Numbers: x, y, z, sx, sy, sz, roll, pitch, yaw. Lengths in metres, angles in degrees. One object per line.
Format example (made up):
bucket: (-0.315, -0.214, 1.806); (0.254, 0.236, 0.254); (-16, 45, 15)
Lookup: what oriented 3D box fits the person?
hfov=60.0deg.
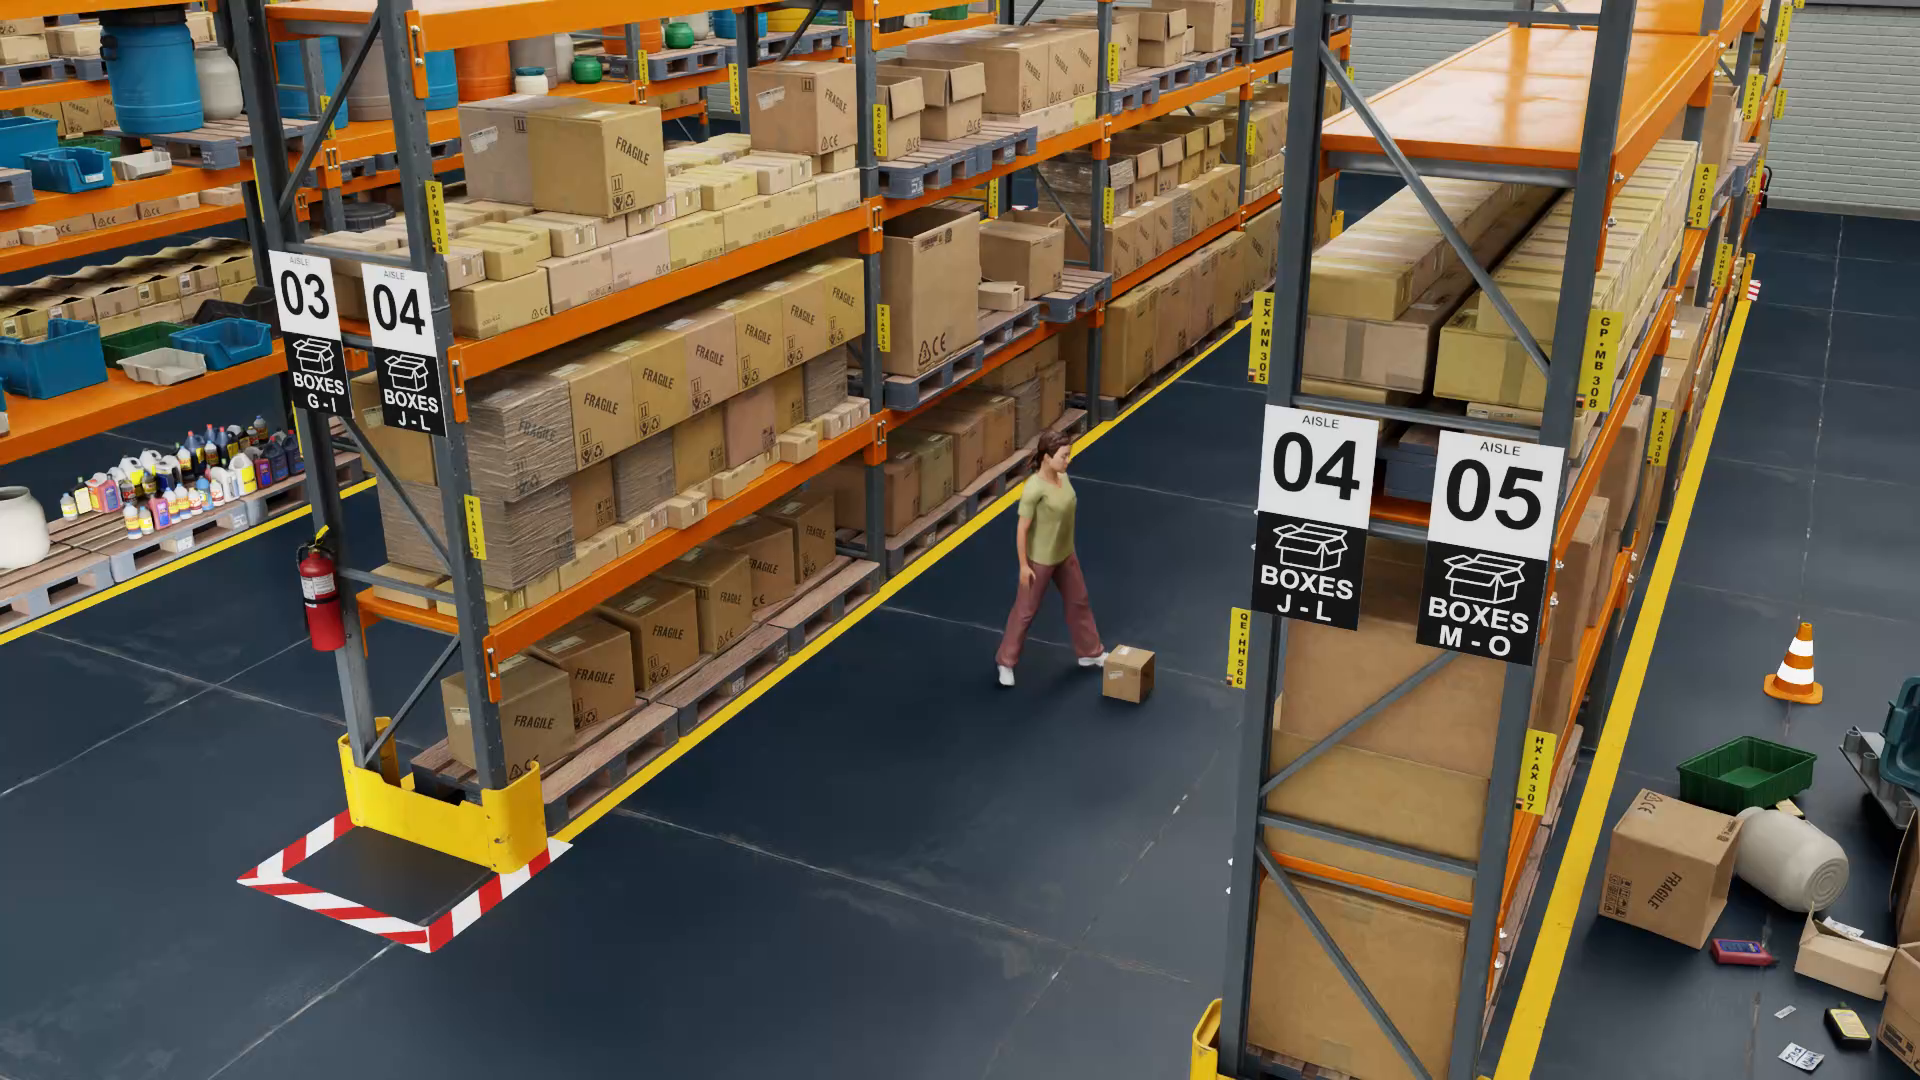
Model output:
person: (0.603, 0.109, 10.459); (0.669, 1.654, 0.683); (17, 28, 35)
